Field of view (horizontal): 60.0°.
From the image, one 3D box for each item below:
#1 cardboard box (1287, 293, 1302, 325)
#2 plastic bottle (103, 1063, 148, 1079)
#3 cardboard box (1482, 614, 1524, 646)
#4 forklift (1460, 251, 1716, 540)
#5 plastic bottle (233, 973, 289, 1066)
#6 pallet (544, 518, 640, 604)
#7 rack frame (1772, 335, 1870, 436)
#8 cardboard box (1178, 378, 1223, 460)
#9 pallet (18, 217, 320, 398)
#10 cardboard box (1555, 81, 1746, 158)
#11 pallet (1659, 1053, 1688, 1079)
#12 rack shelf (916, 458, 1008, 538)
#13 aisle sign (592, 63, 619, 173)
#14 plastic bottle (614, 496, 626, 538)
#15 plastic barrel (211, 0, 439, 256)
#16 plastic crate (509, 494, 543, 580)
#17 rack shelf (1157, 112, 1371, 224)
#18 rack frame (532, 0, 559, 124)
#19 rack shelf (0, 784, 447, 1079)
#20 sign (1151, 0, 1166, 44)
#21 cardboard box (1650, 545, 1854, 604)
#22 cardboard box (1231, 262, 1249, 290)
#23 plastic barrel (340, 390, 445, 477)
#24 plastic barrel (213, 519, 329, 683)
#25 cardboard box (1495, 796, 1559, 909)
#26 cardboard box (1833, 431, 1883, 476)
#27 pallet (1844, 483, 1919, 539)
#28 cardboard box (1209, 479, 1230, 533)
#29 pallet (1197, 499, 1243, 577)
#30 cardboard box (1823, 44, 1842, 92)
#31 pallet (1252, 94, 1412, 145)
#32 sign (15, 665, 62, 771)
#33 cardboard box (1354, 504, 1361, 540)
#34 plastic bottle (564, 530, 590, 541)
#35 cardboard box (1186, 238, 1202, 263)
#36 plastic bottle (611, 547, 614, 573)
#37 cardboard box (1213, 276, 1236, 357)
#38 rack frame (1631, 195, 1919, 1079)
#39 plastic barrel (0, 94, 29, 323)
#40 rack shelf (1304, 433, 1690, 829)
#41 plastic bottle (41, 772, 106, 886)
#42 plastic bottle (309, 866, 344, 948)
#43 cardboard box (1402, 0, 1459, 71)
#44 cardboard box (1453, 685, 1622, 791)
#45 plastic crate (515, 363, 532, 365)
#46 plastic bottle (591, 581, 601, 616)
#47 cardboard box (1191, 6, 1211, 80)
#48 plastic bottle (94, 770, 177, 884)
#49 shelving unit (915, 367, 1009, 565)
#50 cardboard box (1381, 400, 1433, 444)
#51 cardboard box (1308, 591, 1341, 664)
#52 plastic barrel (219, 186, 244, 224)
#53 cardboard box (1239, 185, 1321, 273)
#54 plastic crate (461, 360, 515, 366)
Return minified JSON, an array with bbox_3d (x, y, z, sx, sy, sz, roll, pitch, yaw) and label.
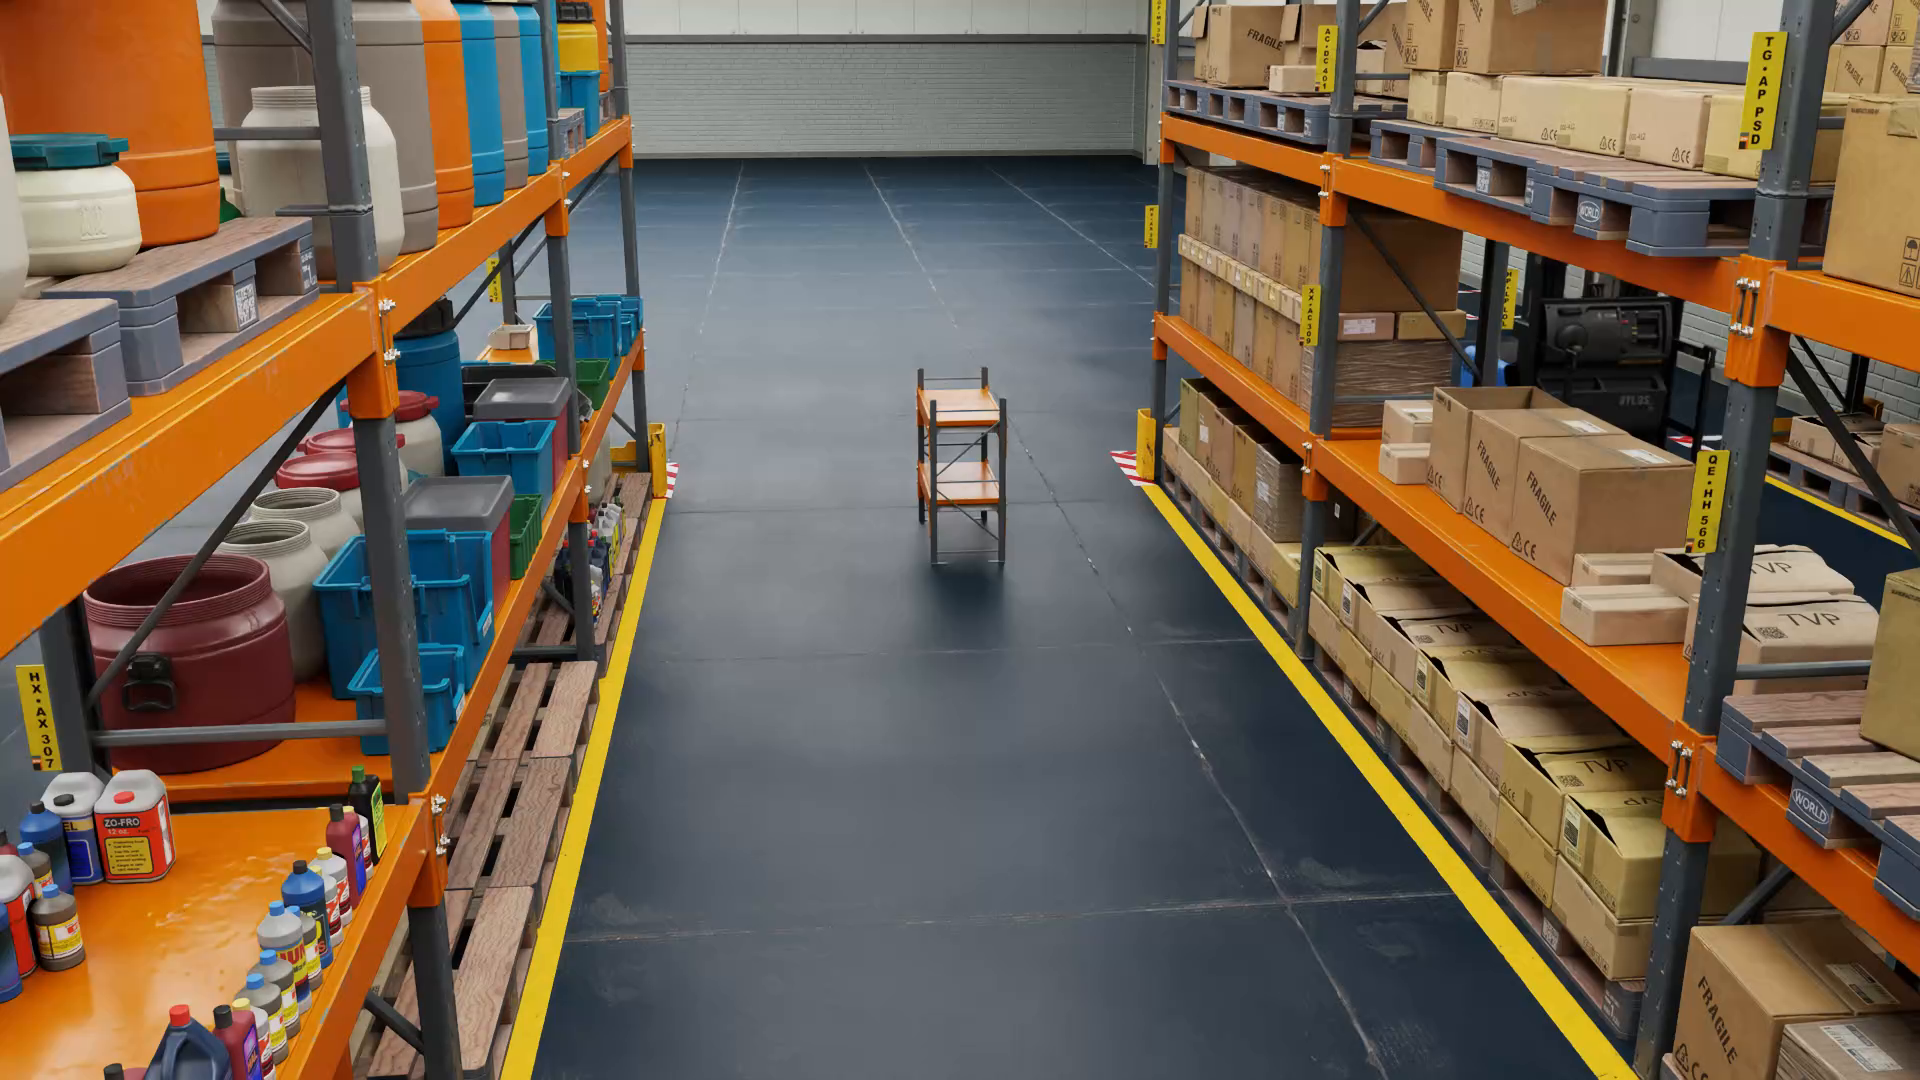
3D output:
[{"bbox_3d":[2.138,-1.357,9.741,0.380,0.149,0.250,-2,18,-7],"label":"cardboard box"},{"bbox_3d":[-1.623,1.133,3.254,0.061,0.283,0.133,-2,18,-6],"label":"plastic bottle"},{"bbox_3d":[2.868,0.486,8.075,0.500,0.311,0.500,-2,18,-6],"label":"cardboard box"},{"bbox_3d":[4.576,-1.470,11.467,1.130,2.935,3.031,-2,18,-7],"label":"forklift"},{"bbox_3d":[-1.539,1.050,3.656,0.097,0.201,0.097,0,17,0],"label":"plastic bottle"},{"bbox_3d":[-2.652,0.143,10.868,1.003,0.211,1.213,-2,18,-6],"label":"pallet"},{"bbox_3d":[6.947,-2.119,13.420,1.000,3.000,0.127,-2,18,-6],"label":"rack frame"},{"bbox_3d":[1.907,-0.896,12.160,0.500,0.500,0.500,-2,18,-6],"label":"cardboard box"},{"bbox_3d":[-2.101,-0.540,3.696,1.003,0.211,1.213,-2,18,-6],"label":"pallet"},{"bbox_3d":[2.622,-1.601,6.312,0.500,0.250,0.500,-2,18,-7],"label":"cardboard box"},{"bbox_3d":[2.884,1.972,5.042,1.003,0.211,1.213,-2,18,-6],"label":"pallet"},{"bbox_3d":[0.001,-0.301,11.575,0.538,0.278,1.000,-2,18,-6],"label":"rack shelf"},{"bbox_3d":[-2.620,-3.084,12.153,0.394,0.787,0.004,-2,18,-6],"label":"aisle sign"},{"bbox_3d":[-2.252,-0.159,10.977,0.061,0.283,0.133,-1,17,-4],"label":"plastic bottle"},{"bbox_3d":[-1.951,-1.351,5.129,0.600,0.901,0.600,0,17,0],"label":"plastic barrel"},{"bbox_3d":[-2.035,-0.010,7.056,0.450,0.188,0.662,-2,18,-6],"label":"plastic crate"},{"bbox_3d":[2.226,-2.457,10.689,1.077,0.370,4.000,-2,18,-6],"label":"rack shelf"},{"bbox_3d":[-2.495,-3.484,7.750,1.000,3.000,0.127,-2,18,-6],"label":"rack frame"},{"bbox_3d":[-1.876,1.509,3.063,1.077,0.370,4.000,-2,18,-6],"label":"rack shelf"},{"bbox_3d":[1.467,-3.836,12.288,0.100,0.325,0.005,-2,18,-6],"label":"sign"},{"bbox_3d":[2.945,0.188,6.218,0.500,0.311,0.500,-2,18,-6],"label":"cardboard box"},{"bbox_3d":[2.004,-1.741,10.964,0.380,0.149,0.250,-2,18,-5],"label":"cardboard box"},{"bbox_3d":[-2.614,-0.394,7.699,0.433,0.535,0.433,0,17,0],"label":"plastic barrel"},{"bbox_3d":[-2.401,0.217,5.791,0.421,0.512,0.421,0,17,0],"label":"plastic barrel"},{"bbox_3d":[2.491,1.227,6.650,0.500,0.250,0.500,-2,18,-6],"label":"cardboard box"},{"bbox_3d":[6.987,-0.668,12.550,0.500,0.311,0.500,0,17,-1],"label":"cardboard box"},{"bbox_3d":[7.126,-0.160,11.836,1.003,0.211,1.213,-2,18,-6],"label":"pallet"},{"bbox_3d":[2.007,-0.240,11.323,0.500,0.250,0.500,-2,18,-6],"label":"cardboard box"},{"bbox_3d":[2.263,-0.046,11.470,1.003,0.211,1.213,-2,18,-6],"label":"pallet"},{"bbox_3d":[6.732,-3.500,12.610,0.500,0.500,0.500,-1,17,-4],"label":"cardboard box"},{"bbox_3d":[2.319,-2.416,9.504,1.003,0.211,1.213,-2,18,-6],"label":"pallet"},{"bbox_3d":[-2.629,0.511,4.768,0.100,0.325,0.005,-2,18,-6],"label":"sign"},{"bbox_3d":[2.636,-0.316,10.314,0.500,0.500,0.500,-2,18,-6],"label":"cardboard box"},{"bbox_3d":[-2.374,0.044,10.342,0.152,0.276,0.135,-2,18,-6],"label":"plastic bottle"},{"bbox_3d":[1.876,-2.120,12.173,0.380,0.149,0.250,-2,18,-7],"label":"cardboard box"},{"bbox_3d":[-2.191,0.109,10.259,0.097,0.201,0.097,0,17,0],"label":"plastic bottle"},{"bbox_3d":[2.160,-1.569,11.500,0.700,0.500,0.500,-2,18,-5],"label":"cardboard box"},{"bbox_3d":[2.845,0.418,5.337,1.000,3.000,0.127,-2,18,-6],"label":"rack frame"},{"bbox_3d":[-1.750,-0.603,2.653,0.433,0.535,0.433,0,17,0],"label":"plastic barrel"},{"bbox_3d":[2.639,0.166,7.342,1.077,0.370,4.000,-2,18,-6],"label":"rack shelf"},{"bbox_3d":[-2.359,0.768,4.429,0.152,0.276,0.135,-2,18,-6],"label":"plastic bottle"},{"bbox_3d":[-1.589,0.905,4.118,0.097,0.201,0.097,0,17,0],"label":"plastic bottle"},{"bbox_3d":[2.457,-2.506,7.941,0.500,0.500,0.500,-2,17,-5],"label":"cardboard box"},{"bbox_3d":[2.437,0.809,7.046,0.500,0.311,0.500,-2,18,-6],"label":"cardboard box"},{"bbox_3d":[-2.914,-0.972,10.204,0.530,0.136,0.437,-2,18,-6],"label":"plastic crate"},{"bbox_3d":[-2.113,0.335,9.541,0.097,0.201,0.097,0,17,0],"label":"plastic bottle"},{"bbox_3d":[2.075,-3.541,11.834,0.797,0.503,0.637,-1,17,-2],"label":"cardboard box"},{"bbox_3d":[-2.208,0.764,4.444,0.152,0.276,0.135,-2,18,-6],"label":"plastic bottle"},{"bbox_3d":[0.001,-0.535,11.502,0.538,1.125,1.048,-2,18,-6],"label":"shelving unit"},{"bbox_3d":[2.527,-0.557,8.692,0.500,0.250,0.500,-1,17,-2],"label":"cardboard box"},{"bbox_3d":[2.227,0.466,9.075,0.500,0.250,0.500,-2,18,-7],"label":"cardboard box"},{"bbox_3d":[-2.159,-0.859,4.656,0.294,0.245,0.294,0,17,0],"label":"plastic barrel"},{"bbox_3d":[2.225,-2.021,10.773,0.700,0.500,0.500,-2,18,-6],"label":"cardboard box"},{"bbox_3d":[-2.879,-0.872,9.695,0.499,0.251,0.616,-2,18,-6],"label":"plastic crate"}]
